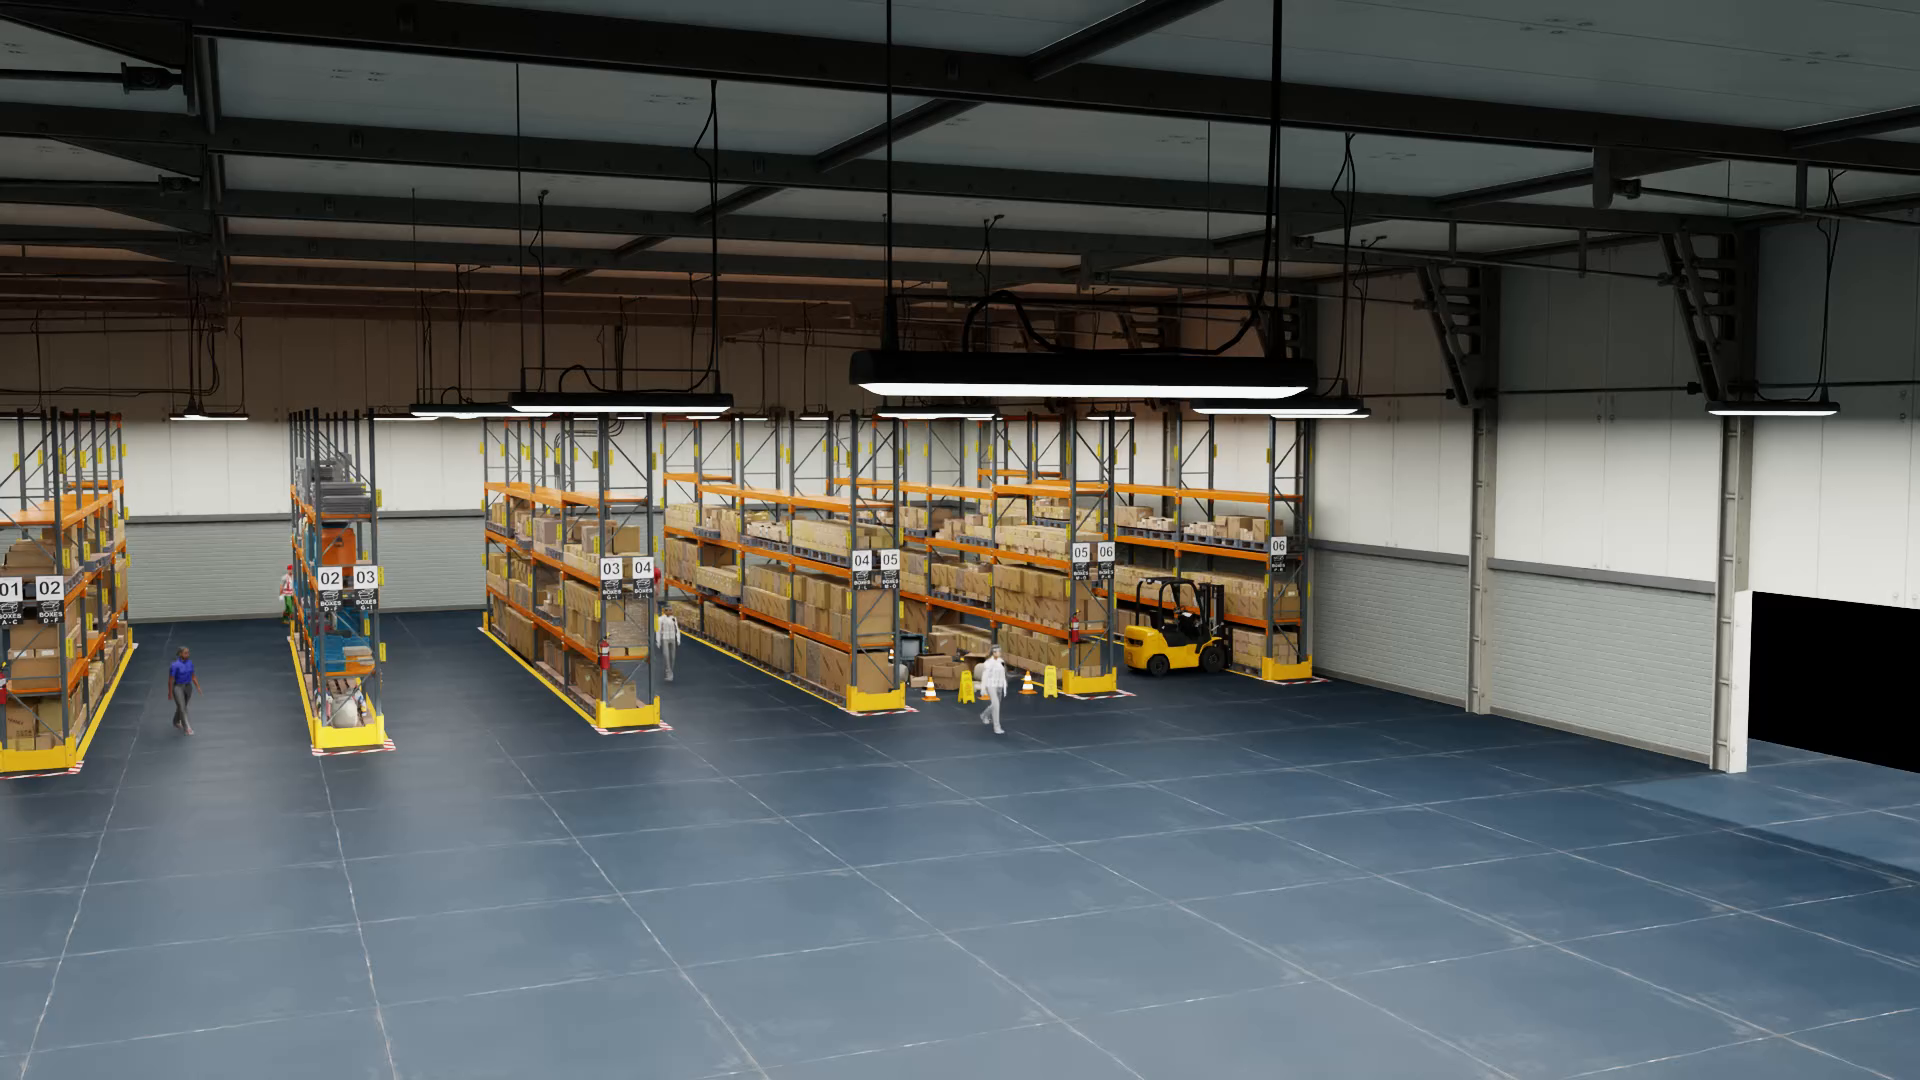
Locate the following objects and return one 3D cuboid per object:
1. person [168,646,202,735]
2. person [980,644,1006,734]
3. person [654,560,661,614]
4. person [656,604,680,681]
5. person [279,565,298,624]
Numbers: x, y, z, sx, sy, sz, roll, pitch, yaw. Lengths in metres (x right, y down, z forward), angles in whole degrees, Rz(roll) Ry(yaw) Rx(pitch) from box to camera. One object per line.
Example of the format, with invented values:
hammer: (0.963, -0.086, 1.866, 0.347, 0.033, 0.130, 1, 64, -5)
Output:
person: (-14.336, 2.745, 30.699, 1.076, 1.582, 0.533, 3, 5, 38)
person: (0.615, 2.735, 31.026, 0.495, 1.609, 0.963, -4, 5, -42)
person: (-9.039, 1.426, 48.860, 0.575, 1.722, 0.494, 2, 5, 31)
person: (-6.501, 2.289, 37.369, 0.516, 1.671, 0.704, -2, 5, -31)
person: (-18.810, 1.553, 46.782, 1.102, 1.718, 0.592, 3, 5, 33)
